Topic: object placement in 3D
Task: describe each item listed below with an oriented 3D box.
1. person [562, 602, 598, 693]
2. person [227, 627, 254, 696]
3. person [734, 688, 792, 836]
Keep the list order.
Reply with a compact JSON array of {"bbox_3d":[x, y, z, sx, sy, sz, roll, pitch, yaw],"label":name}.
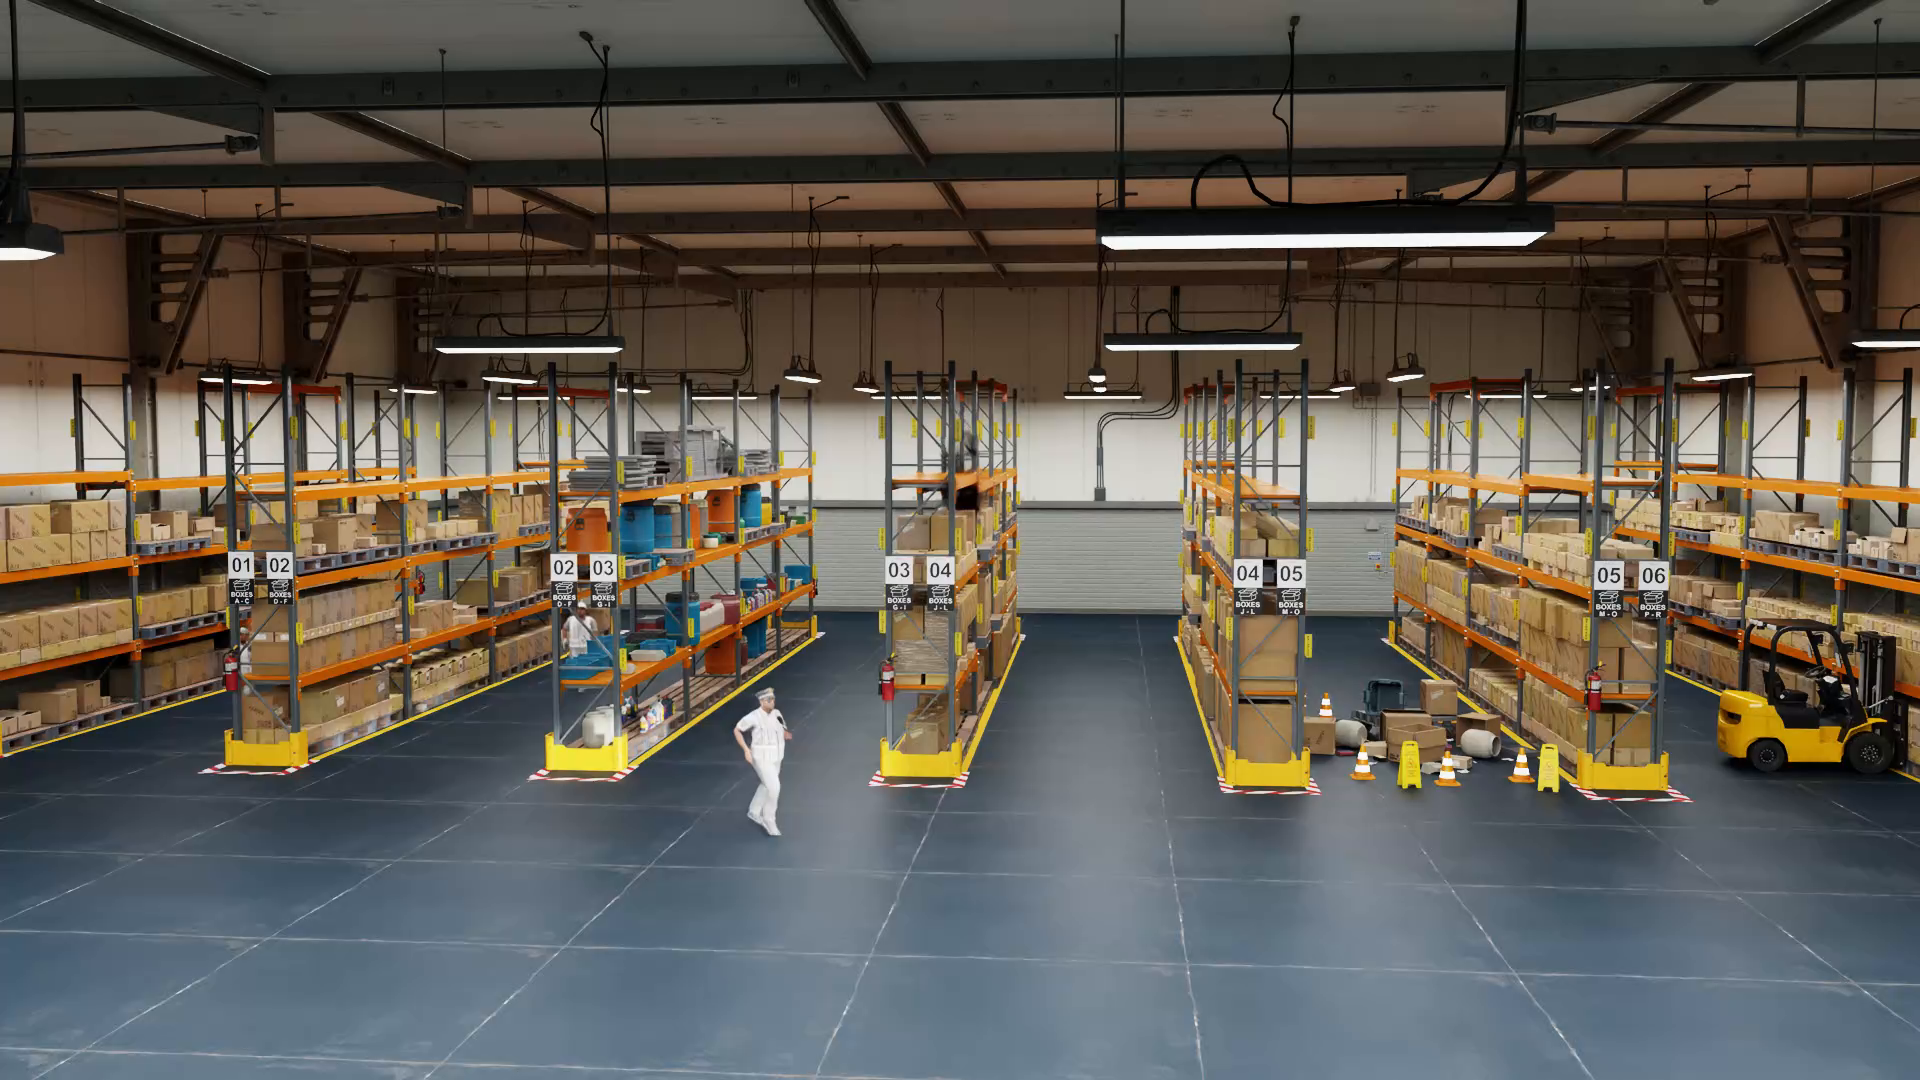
[{"bbox_3d":[-7.227,2.054,31.626,0.692,1.746,0.595,-1,4,-9],"label":"person"},{"bbox_3d":[-12.243,2.315,28.394,0.591,1.638,0.566,0,4,-2],"label":"person"},{"bbox_3d":[-2.409,2.762,20.770,0.781,1.856,0.637,3,5,34],"label":"person"}]
